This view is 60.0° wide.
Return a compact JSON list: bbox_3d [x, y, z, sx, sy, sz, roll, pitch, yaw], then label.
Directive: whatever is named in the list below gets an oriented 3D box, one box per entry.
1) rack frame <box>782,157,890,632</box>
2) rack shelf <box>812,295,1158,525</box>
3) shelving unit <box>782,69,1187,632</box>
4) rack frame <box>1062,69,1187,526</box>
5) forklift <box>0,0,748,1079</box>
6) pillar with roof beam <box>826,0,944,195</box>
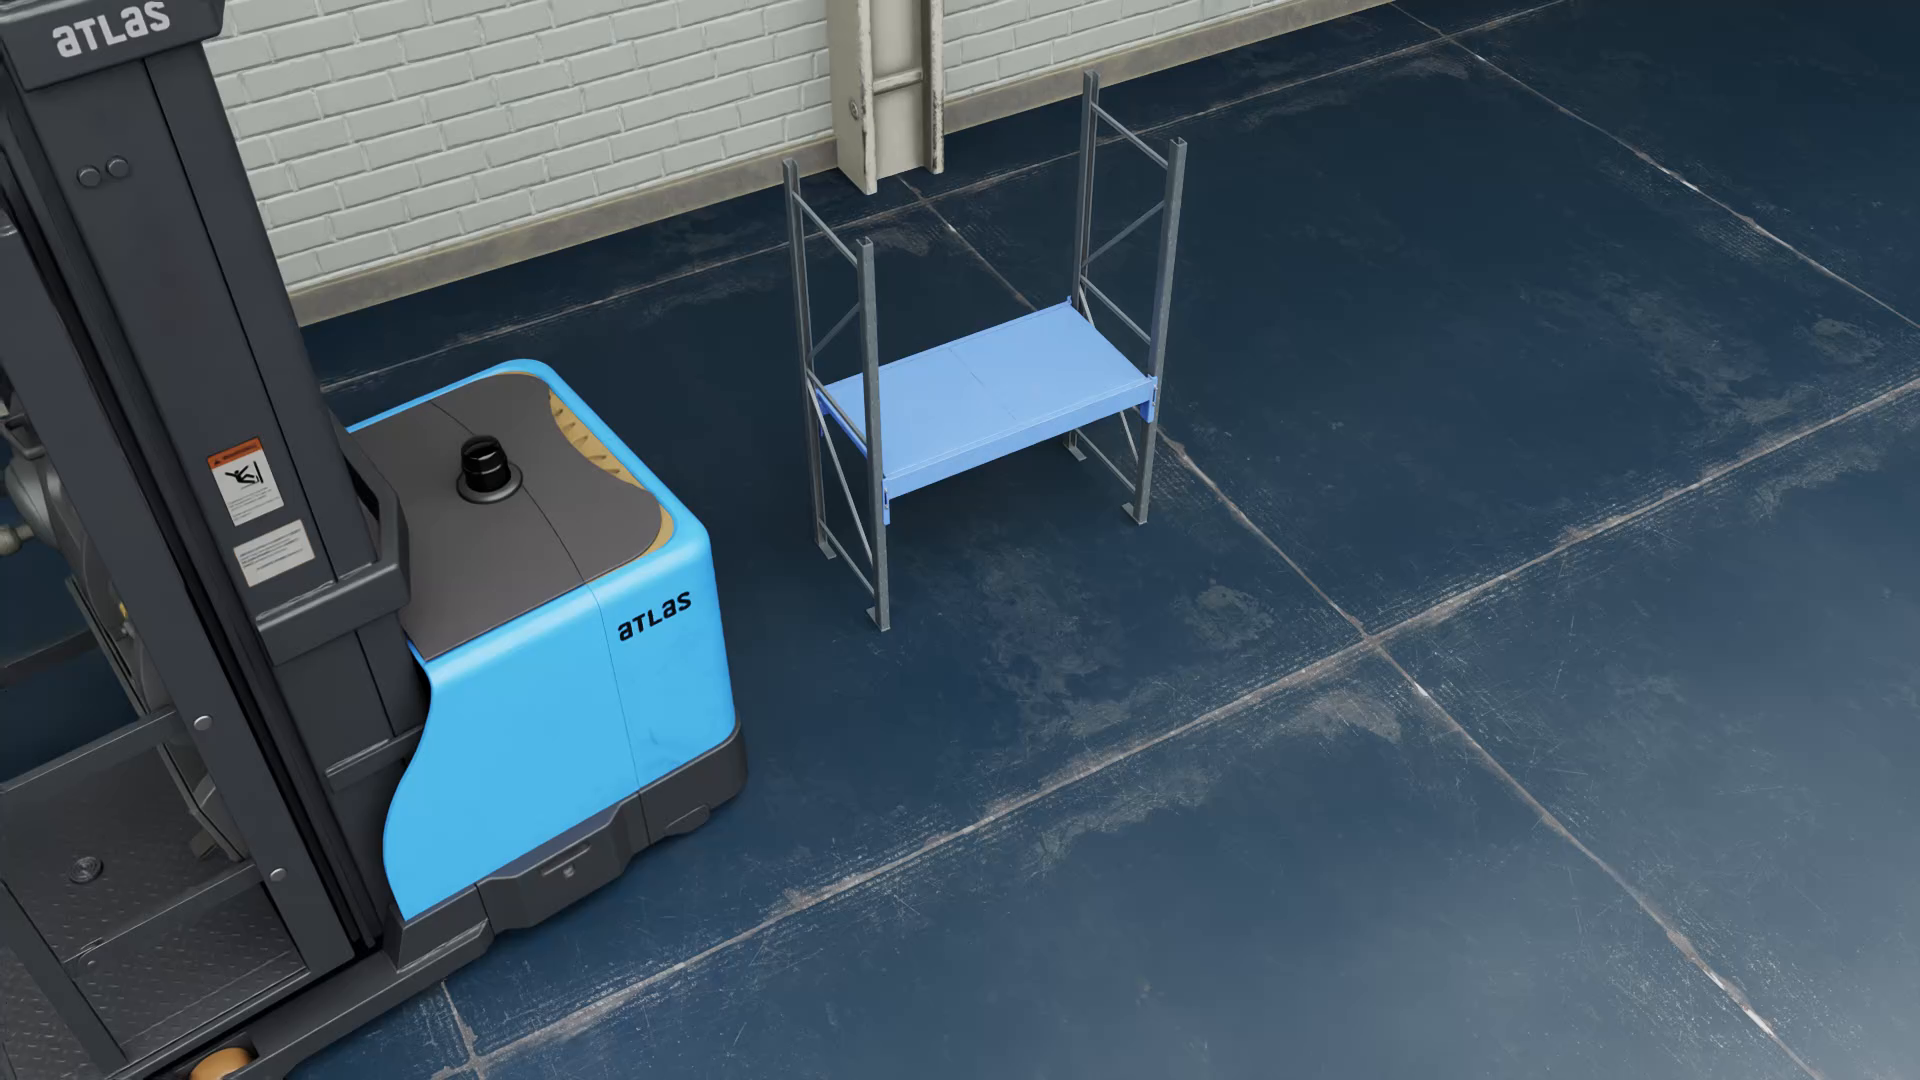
[{"bbox_3d":[-0.367,-0.391,5.076,0.032,1.500,0.500,-22,48,-21],"label":"rack frame"},{"bbox_3d":[0.074,-0.439,5.383,1.000,0.185,0.538,-22,48,-21],"label":"rack shelf"},{"bbox_3d":[0.074,-0.568,5.258,1.048,1.500,0.538,-22,48,-21],"label":"shelving unit"},{"bbox_3d":[0.515,-0.744,5.440,0.032,1.500,0.500,-22,48,-21],"label":"rack frame"},{"bbox_3d":[-2.103,0.068,3.575,3.031,2.935,1.130,-28,51,-26],"label":"forklift"},{"bbox_3d":[1.828,-2.307,1.666,0.400,9.000,9.100,-22,48,-21],"label":"pillar with roof beam"}]
